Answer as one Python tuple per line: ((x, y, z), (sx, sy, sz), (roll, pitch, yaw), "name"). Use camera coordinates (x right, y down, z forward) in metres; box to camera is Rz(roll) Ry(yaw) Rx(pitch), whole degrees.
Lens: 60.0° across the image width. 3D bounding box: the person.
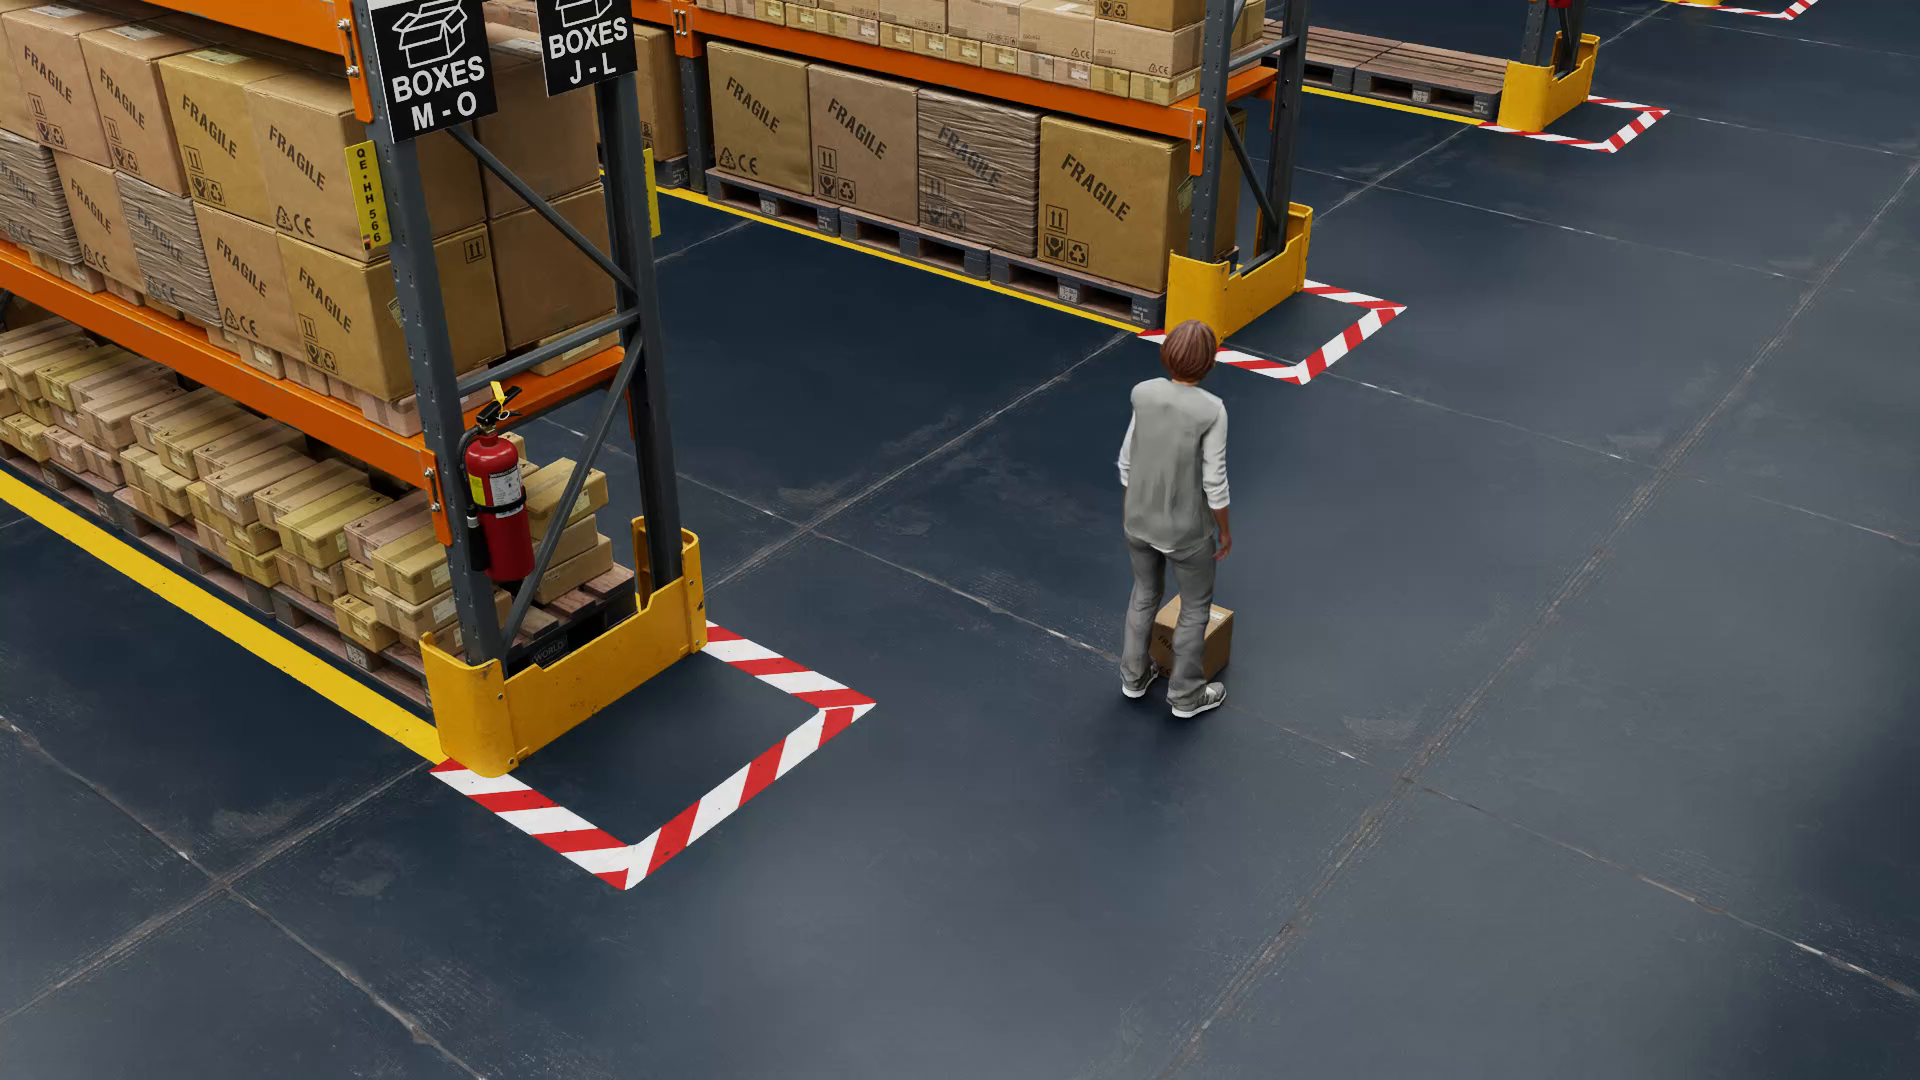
((0.798, -0.059, 6.242), (0.461, 1.593, 0.343), (22, 38, 31), "person")
